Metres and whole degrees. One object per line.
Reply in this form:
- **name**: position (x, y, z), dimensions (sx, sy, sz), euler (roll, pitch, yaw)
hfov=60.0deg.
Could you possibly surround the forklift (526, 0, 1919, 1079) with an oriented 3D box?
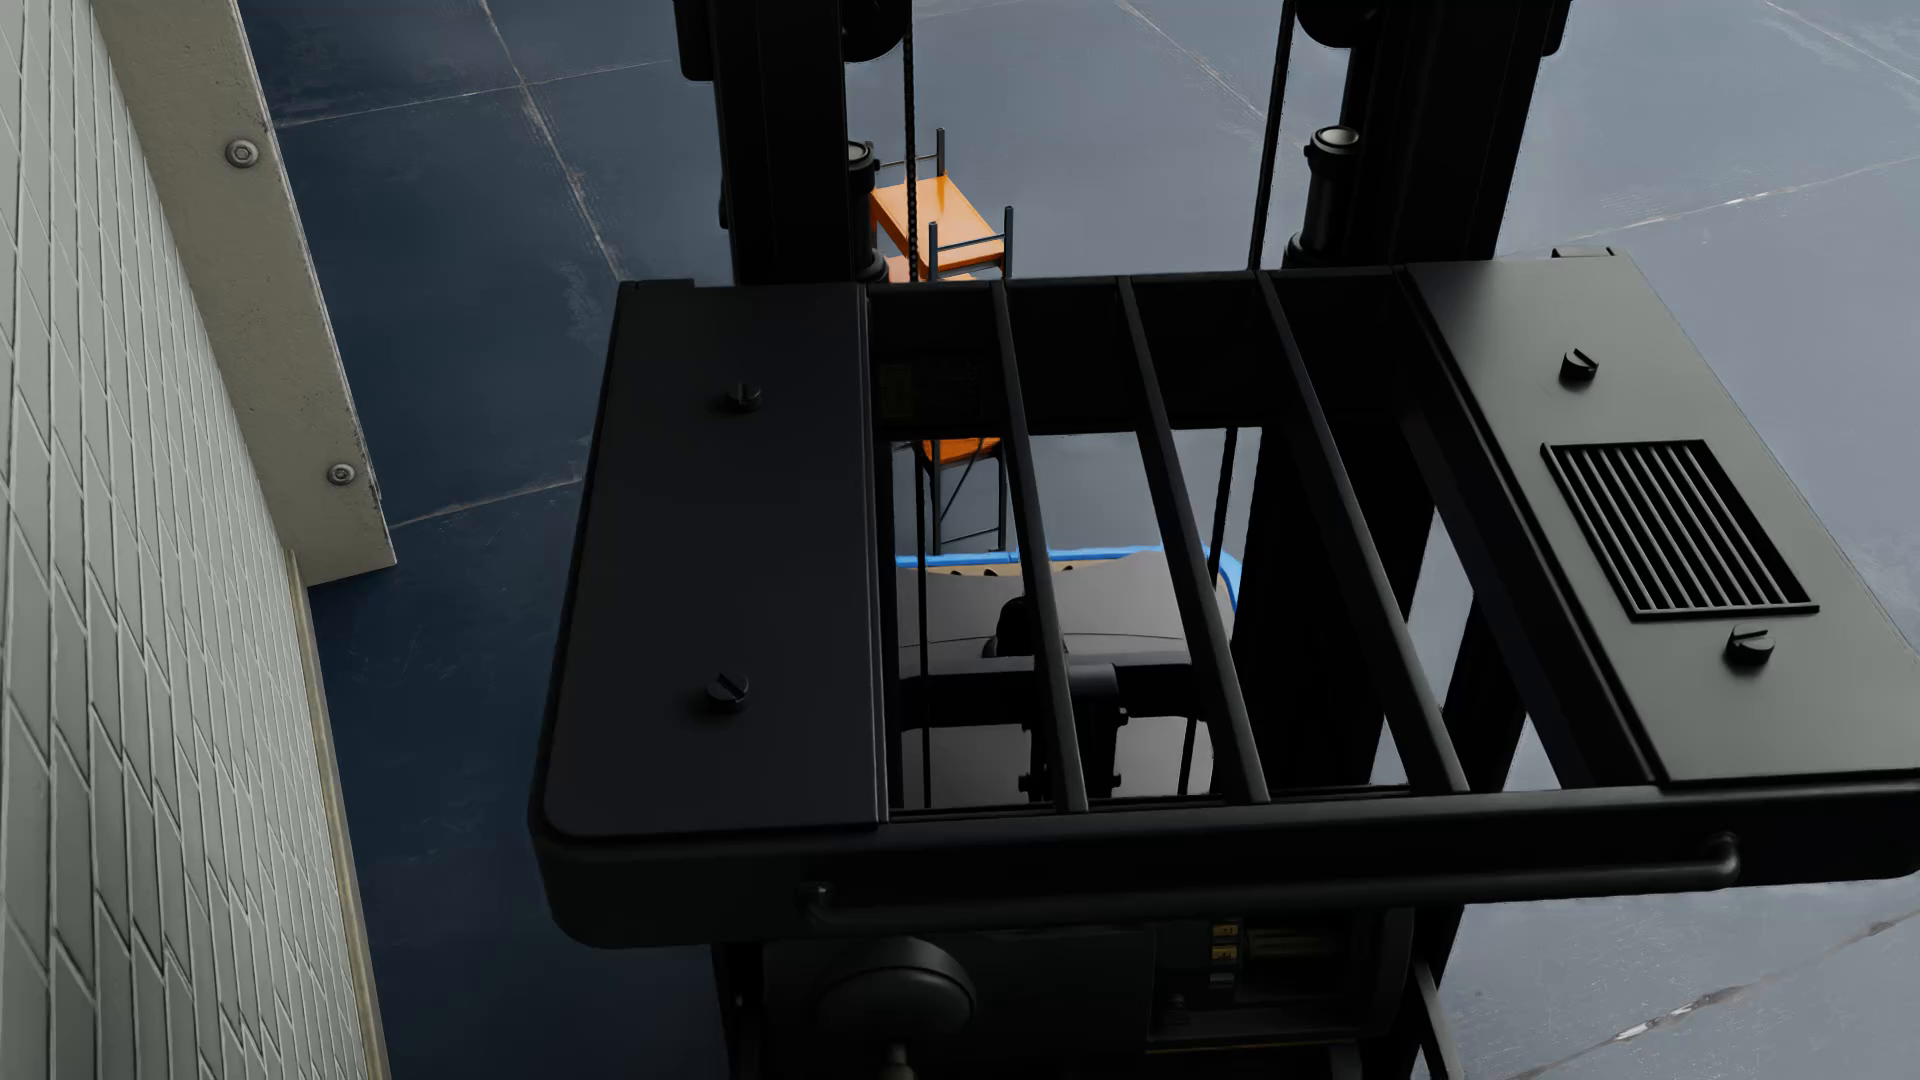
- **forklift**: position (0.201, 0.681, 2.210), dimensions (1.130, 2.935, 3.031), euler (-2, 41, -3)

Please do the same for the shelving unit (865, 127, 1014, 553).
- **shelving unit**: position (-0.063, -0.555, 4.975), dimensions (0.258, 1.200, 0.503), euler (-15, 43, -17)

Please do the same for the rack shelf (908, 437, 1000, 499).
- **rack shelf**: position (-0.063, -0.353, 5.148), dimensions (0.258, 0.148, 0.480), euler (-15, 43, -17)

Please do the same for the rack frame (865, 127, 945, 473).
- **rack frame**: position (-0.157, -0.702, 5.146), dimensions (0.240, 1.200, 0.015), euler (-15, 43, -17)

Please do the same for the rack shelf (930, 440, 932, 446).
- **rack shelf**: position (-0.063, -0.504, 5.019), dimensions (0.258, 0.148, 0.480), euler (-15, 43, -17)

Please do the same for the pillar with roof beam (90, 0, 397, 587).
- **pillar with roof beam**: position (2.011, -4.492, 3.572), dimensions (9.100, 9.000, 0.400), euler (-15, 43, -17)

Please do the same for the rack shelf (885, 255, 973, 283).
- **rack shelf**: position (-0.063, -0.673, 4.873), dimensions (0.258, 0.148, 0.480), euler (-15, 43, -17)

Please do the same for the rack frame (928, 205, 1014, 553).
- **rack frame**: position (0.030, -0.408, 4.804), dimensions (0.240, 1.200, 0.015), euler (-15, 43, -17)

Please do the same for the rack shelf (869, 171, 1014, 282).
- **rack shelf**: position (-0.063, -0.853, 4.719), dimensions (0.258, 0.148, 0.480), euler (-15, 43, -17)
